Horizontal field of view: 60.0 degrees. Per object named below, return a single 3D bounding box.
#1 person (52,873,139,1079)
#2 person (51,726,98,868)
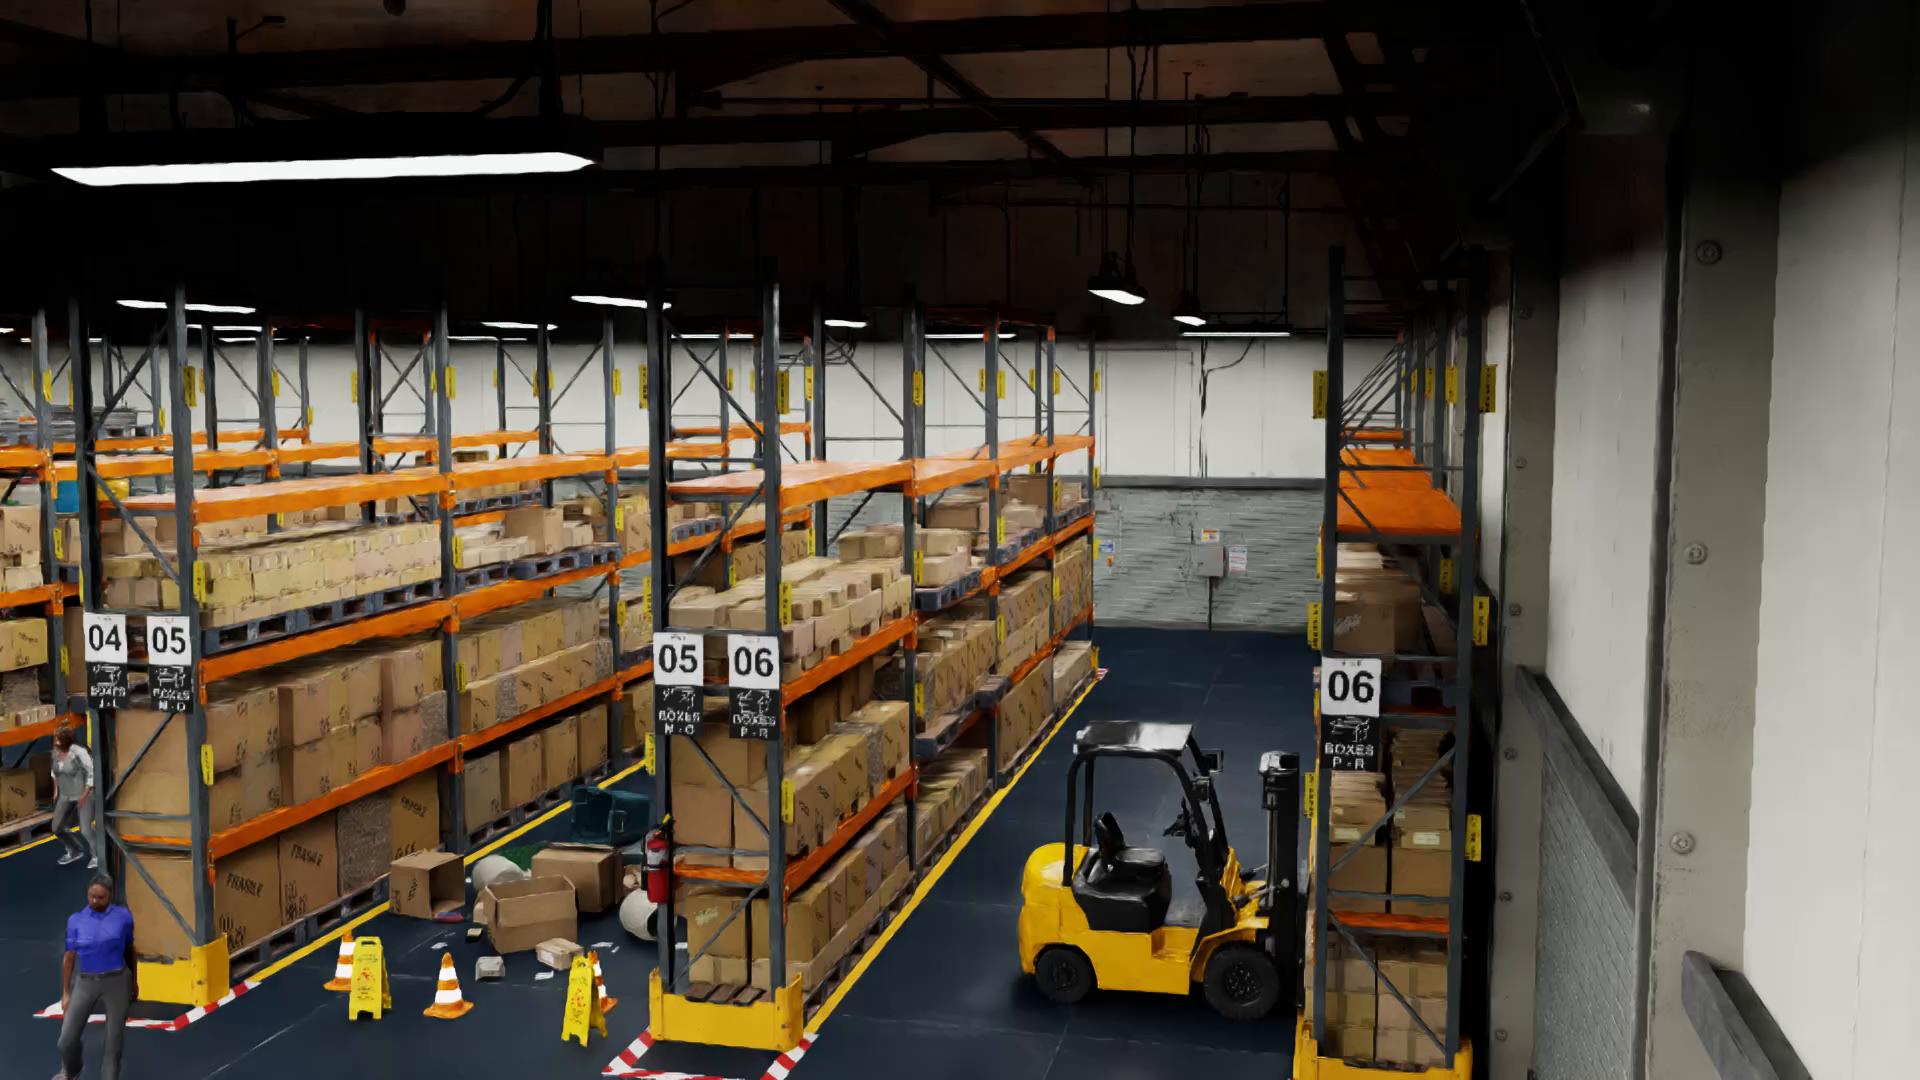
[{"bbox_3d":[-6.169,3.161,11.786,0.624,1.637,0.480,-3,7,-28],"label":"person"},{"bbox_3d":[-9.196,2.661,17.287,0.566,1.541,0.519,1,6,11],"label":"person"}]
